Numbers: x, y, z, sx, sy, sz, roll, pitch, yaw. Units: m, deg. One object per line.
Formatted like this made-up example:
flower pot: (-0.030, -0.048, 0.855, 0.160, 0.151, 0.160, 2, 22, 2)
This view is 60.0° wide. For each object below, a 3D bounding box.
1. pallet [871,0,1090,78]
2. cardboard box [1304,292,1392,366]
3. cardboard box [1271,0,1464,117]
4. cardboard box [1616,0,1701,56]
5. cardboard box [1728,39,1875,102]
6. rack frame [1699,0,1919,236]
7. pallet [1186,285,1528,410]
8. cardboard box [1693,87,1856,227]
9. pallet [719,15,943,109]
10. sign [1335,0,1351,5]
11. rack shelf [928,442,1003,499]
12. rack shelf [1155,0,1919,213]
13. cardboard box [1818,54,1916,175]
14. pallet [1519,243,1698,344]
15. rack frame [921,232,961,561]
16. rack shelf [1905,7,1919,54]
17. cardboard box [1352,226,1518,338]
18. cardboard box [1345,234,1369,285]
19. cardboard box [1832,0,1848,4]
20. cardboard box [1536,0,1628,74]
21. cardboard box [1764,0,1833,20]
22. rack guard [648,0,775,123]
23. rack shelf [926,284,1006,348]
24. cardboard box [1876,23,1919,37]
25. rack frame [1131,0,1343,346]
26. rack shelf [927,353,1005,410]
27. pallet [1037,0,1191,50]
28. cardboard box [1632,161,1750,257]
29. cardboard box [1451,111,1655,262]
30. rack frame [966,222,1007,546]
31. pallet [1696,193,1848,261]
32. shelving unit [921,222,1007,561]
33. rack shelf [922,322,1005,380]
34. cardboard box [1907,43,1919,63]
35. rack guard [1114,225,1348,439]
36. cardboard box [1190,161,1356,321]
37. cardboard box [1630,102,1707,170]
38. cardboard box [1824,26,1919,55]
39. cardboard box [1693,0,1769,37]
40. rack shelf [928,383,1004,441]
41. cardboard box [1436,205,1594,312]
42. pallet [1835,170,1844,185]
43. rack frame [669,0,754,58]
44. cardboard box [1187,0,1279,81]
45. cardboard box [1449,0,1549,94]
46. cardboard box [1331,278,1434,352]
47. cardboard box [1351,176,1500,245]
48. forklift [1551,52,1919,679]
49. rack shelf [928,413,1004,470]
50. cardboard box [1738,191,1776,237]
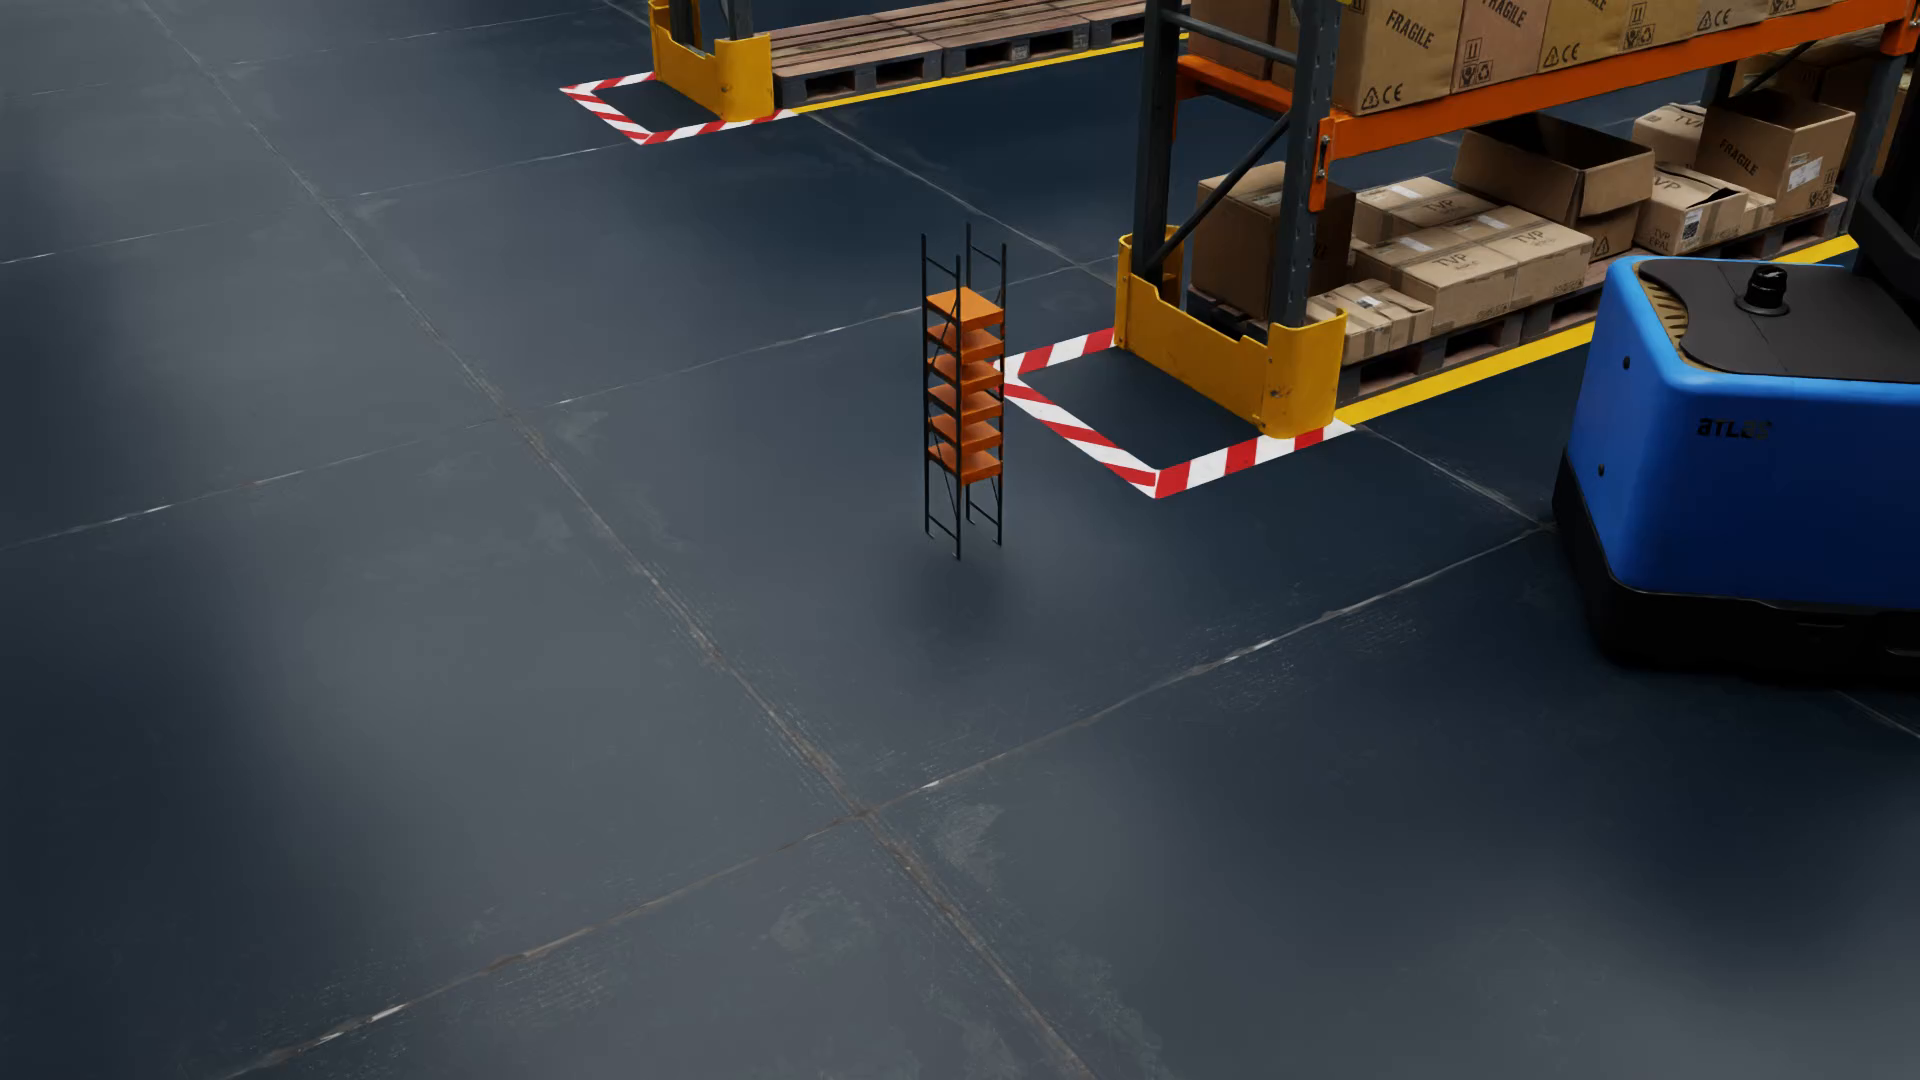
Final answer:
pallet: (0.142, -3.577, 11.723, 1.213, 0.211, 1.003, -19, 37, -27)
cardboard box: (1.622, -0.910, 7.141, 0.250, 0.149, 0.380, -19, 37, -27)
cardboard box: (1.600, -2.015, 6.540, 0.500, 0.500, 0.500, -18, 37, -26)
cardboard box: (2.875, -2.454, 7.236, 0.500, 0.500, 0.500, -18, 37, -27)
cardboard box: (4.706, -2.519, 9.363, 0.500, 0.500, 0.500, -19, 37, -28)
rack frame: (4.446, -3.119, 8.383, 0.127, 3.000, 1.000, -19, 37, -27)
pallet: (1.818, -1.036, 7.695, 1.213, 0.211, 1.003, -19, 37, -27)
cardboard box: (4.121, -1.956, 8.470, 0.500, 0.500, 0.500, -19, 37, -27)
pallet: (-0.882, -3.227, 11.168, 1.213, 0.211, 1.003, -19, 37, -27)
sign: (1.378, -2.086, 5.934, 0.005, 0.325, 0.100, -19, 37, -27)
rack shelf: (0.012, -0.271, 6.088, 0.180, 0.103, 0.258, -19, 37, -27)
rack shelf: (2.765, -2.237, 7.659, 4.000, 0.370, 1.077, -19, 37, -27)
cardboard box: (4.985, -2.279, 8.981, 0.500, 0.500, 0.500, -21, 38, -29)
pallet: (2.842, -1.387, 8.251, 1.213, 0.211, 1.003, -19, 37, -27)
rack frame: (-0.065, -0.485, 5.895, 0.006, 1.200, 0.240, -19, 37, -27)
rack shelf: (6.127, -3.393, 9.492, 4.000, 0.370, 1.077, -19, 37, -27)
cardboard box: (2.115, -1.161, 7.443, 0.500, 0.250, 0.500, -19, 37, -27)
cardboard box: (1.797, -1.295, 7.735, 0.250, 0.166, 0.380, -19, 37, -27)
cardboard box: (4.165, -2.902, 7.945, 0.500, 0.500, 0.500, -18, 37, -27)
cardboard box: (2.454, -2.311, 7.008, 0.500, 0.500, 0.500, -19, 37, -27)
cardboard box: (3.733, -2.752, 7.708, 0.500, 0.500, 0.500, -18, 36, -26)
rack guard: (-1.610, -3.115, 10.720, 0.348, 0.500, 1.175, -19, 37, -27)
rack shelf: (0.012, -0.779, 5.768, 0.180, 0.103, 0.258, -19, 37, -27)
cardboard box: (5.547, -2.803, 9.813, 0.500, 0.500, 0.500, -18, 37, -27)
rack frame: (1.084, -1.963, 6.550, 0.127, 3.000, 1.000, -19, 37, -27)
rack shelf: (0.012, -0.576, 5.896, 0.180, 0.103, 0.258, -19, 37, -27)
pallet: (1.169, -3.932, 12.286, 1.213, 0.211, 1.003, -19, 37, -27)
cardboard box: (3.491, -1.659, 8.177, 0.500, 0.311, 0.500, -19, 37, -27)
cardboard box: (2.870, -1.704, 8.067, 0.637, 0.503, 0.797, -19, 37, -27)
rack frame: (0.089, -0.538, 5.978, 0.006, 1.200, 0.240, -19, 37, -27)
pallet: (3.868, -1.742, 8.813, 1.213, 0.211, 1.003, -19, 37, -27)
shelving unit: (0.012, -0.512, 5.937, 0.189, 1.200, 0.258, -19, 37, -27)
rack shelf: (0.012, -0.677, 5.832, 0.180, 0.103, 0.258, -19, 37, -27)
cardboard box: (5.427, -2.438, 9.234, 0.500, 0.500, 0.500, -18, 37, -27)
rack guard: (1.148, -0.928, 7.252, 0.348, 0.500, 1.175, -19, 37, -27)
cardboard box: (1.408, -1.359, 7.524, 0.500, 0.500, 0.500, -19, 37, -27)
cardboard box: (3.976, -2.144, 8.945, 0.500, 0.311, 0.500, -19, 37, -27)
cardboard box: (5.126, -2.658, 9.583, 0.500, 0.500, 0.500, -19, 37, -27)
cardboard box: (3.302, -2.603, 7.471, 0.500, 0.500, 0.500, -18, 36, -26)
rack shelf: (0.012, -0.474, 5.960, 0.180, 0.103, 0.258, -19, 37, -27)
cardboard box: (2.535, -1.305, 7.672, 0.500, 0.250, 0.500, -19, 37, -27)
pallet: (5.109, -2.192, 9.527, 1.213, 0.211, 1.003, -19, 37, -27)
rack frame: (-1.596, -4.185, 10.073, 0.127, 3.000, 1.000, -19, 37, -27)
cardboard box: (1.313, -2.257, 6.922, 0.500, 0.500, 0.500, -18, 36, -26)
cardboard box: (2.031, -2.167, 6.780, 0.500, 0.500, 0.500, -19, 37, -28)
cardboard box: (1.832, -0.990, 7.251, 0.250, 0.166, 0.380, -19, 37, -27)
cardboard box: (2.222, -1.515, 8.005, 0.500, 0.250, 0.500, -19, 37, -27)
forklift: (3.699, -0.985, 5.064, 3.031, 2.935, 1.130, 4, 32, 6)
rack shelf: (0.012, -0.373, 6.024, 0.180, 0.103, 0.258, -19, 37, -27)
cardboard box: (3.838, -1.672, 8.349, 0.250, 0.149, 0.380, -19, 37, -27)
